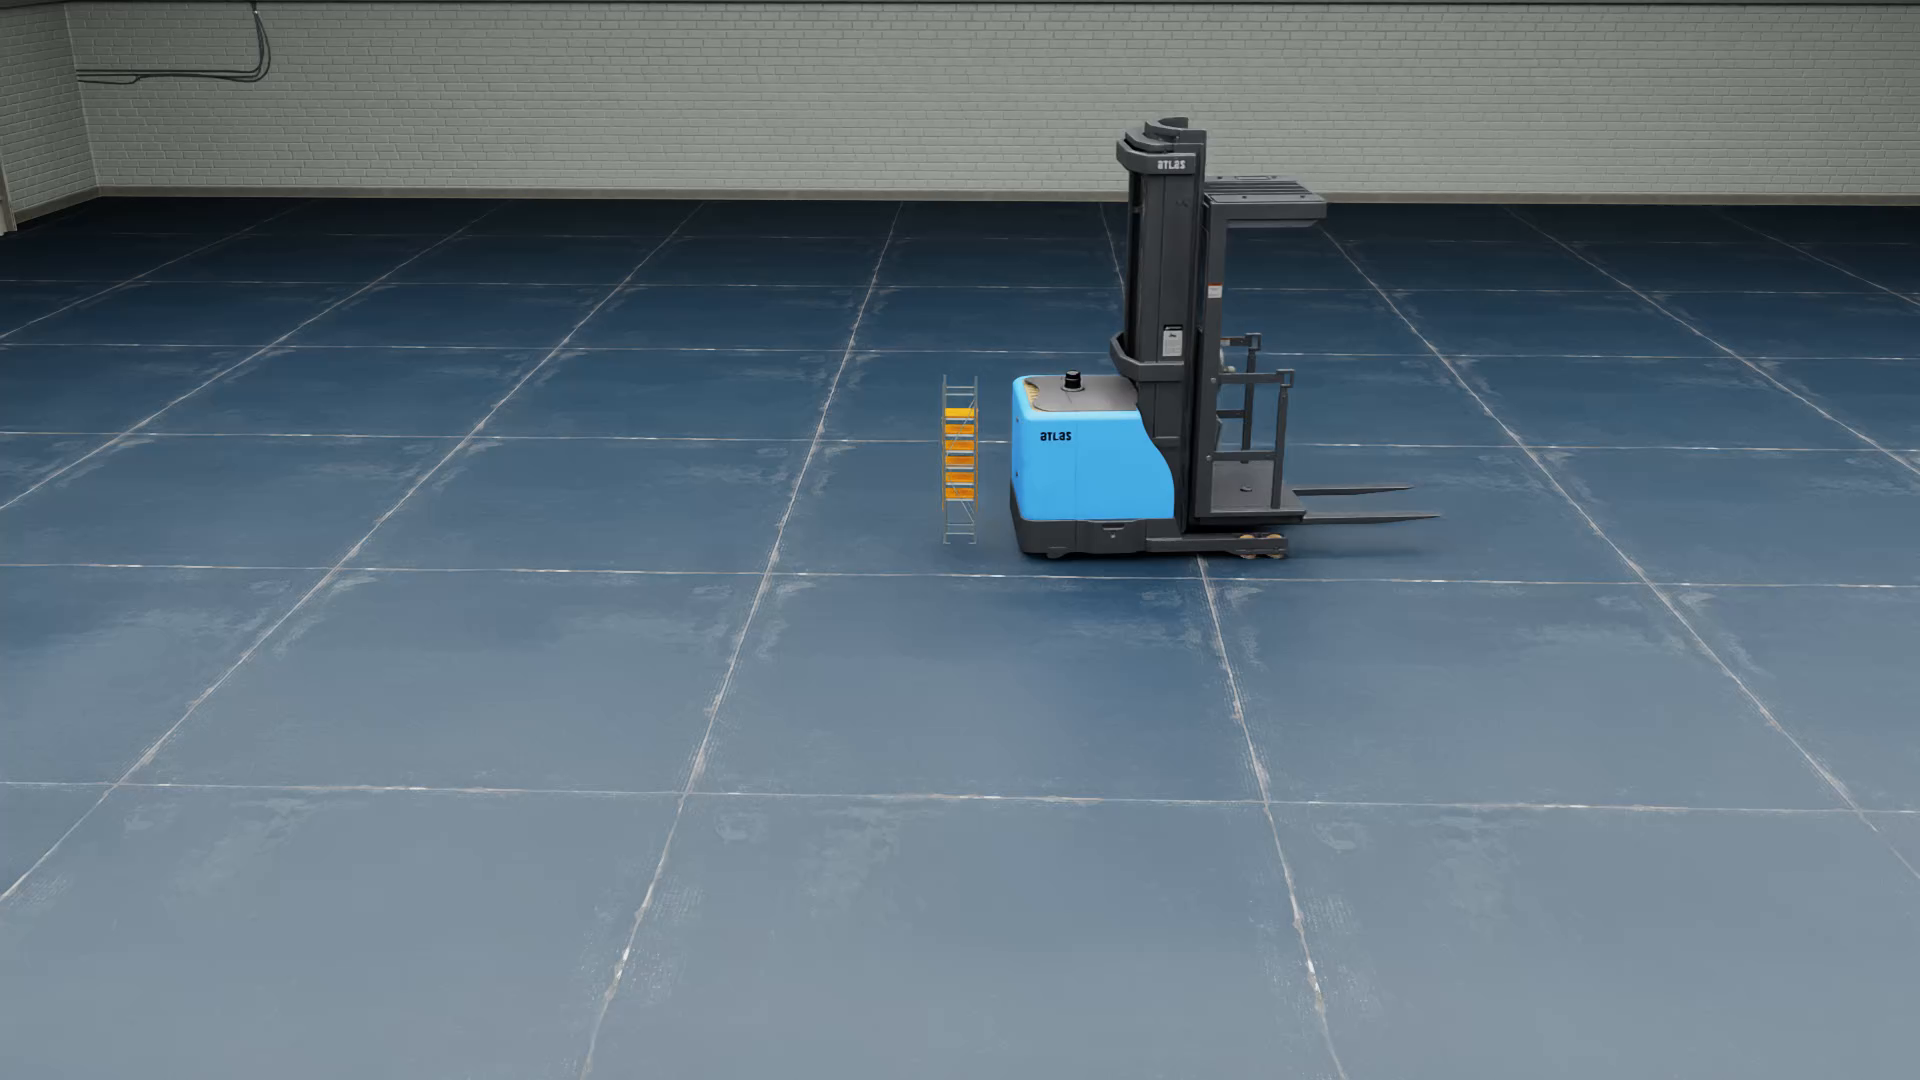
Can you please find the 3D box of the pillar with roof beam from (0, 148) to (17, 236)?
[{"bbox_3d":[-8.975,-8.392,21.217,9.100,9.000,0.400,1,21,2],"label":"pillar with roof beam"}]

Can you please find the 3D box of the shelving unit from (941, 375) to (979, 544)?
[{"bbox_3d":[0.000,-0.565,11.825,0.258,1.200,0.189,1,21,2],"label":"shelving unit"}]

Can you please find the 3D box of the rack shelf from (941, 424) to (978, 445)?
[{"bbox_3d":[0.000,-0.747,11.755,0.258,0.103,0.180,1,21,2],"label":"rack shelf"}]

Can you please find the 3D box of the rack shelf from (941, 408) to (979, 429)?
[{"bbox_3d":[0.000,-0.859,11.711,0.258,0.103,0.180,1,21,2],"label":"rack shelf"}]

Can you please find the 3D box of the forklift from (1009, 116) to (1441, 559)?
[{"bbox_3d":[1.907,-1.424,11.648,3.031,2.935,1.130,-1,21,-3],"label":"forklift"}]

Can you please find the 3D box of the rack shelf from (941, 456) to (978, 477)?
[{"bbox_3d":[0.000,-0.523,11.841,0.258,0.103,0.180,1,21,2],"label":"rack shelf"}]

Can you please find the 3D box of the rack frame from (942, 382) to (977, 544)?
[{"bbox_3d":[-0.002,-0.532,11.740,0.240,1.200,0.006,1,21,2],"label":"rack frame"}]

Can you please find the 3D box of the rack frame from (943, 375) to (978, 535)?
[{"bbox_3d":[0.003,-0.598,11.911,0.240,1.200,0.006,1,21,2],"label":"rack frame"}]

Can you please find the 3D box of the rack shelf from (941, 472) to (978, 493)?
[{"bbox_3d":[0.000,-0.411,11.885,0.258,0.103,0.180,1,21,2],"label":"rack shelf"}]

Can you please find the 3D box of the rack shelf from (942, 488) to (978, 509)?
[{"bbox_3d":[0.000,-0.299,11.928,0.258,0.103,0.180,1,21,2],"label":"rack shelf"}]

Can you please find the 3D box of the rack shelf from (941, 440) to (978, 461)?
[{"bbox_3d":[0.000,-0.635,11.798,0.258,0.103,0.180,1,21,2],"label":"rack shelf"}]

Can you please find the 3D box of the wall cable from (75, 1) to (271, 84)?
[{"bbox_3d":[-11.867,-8.042,24.609,3.097,2.526,0.112,1,21,2],"label":"wall cable"}]
